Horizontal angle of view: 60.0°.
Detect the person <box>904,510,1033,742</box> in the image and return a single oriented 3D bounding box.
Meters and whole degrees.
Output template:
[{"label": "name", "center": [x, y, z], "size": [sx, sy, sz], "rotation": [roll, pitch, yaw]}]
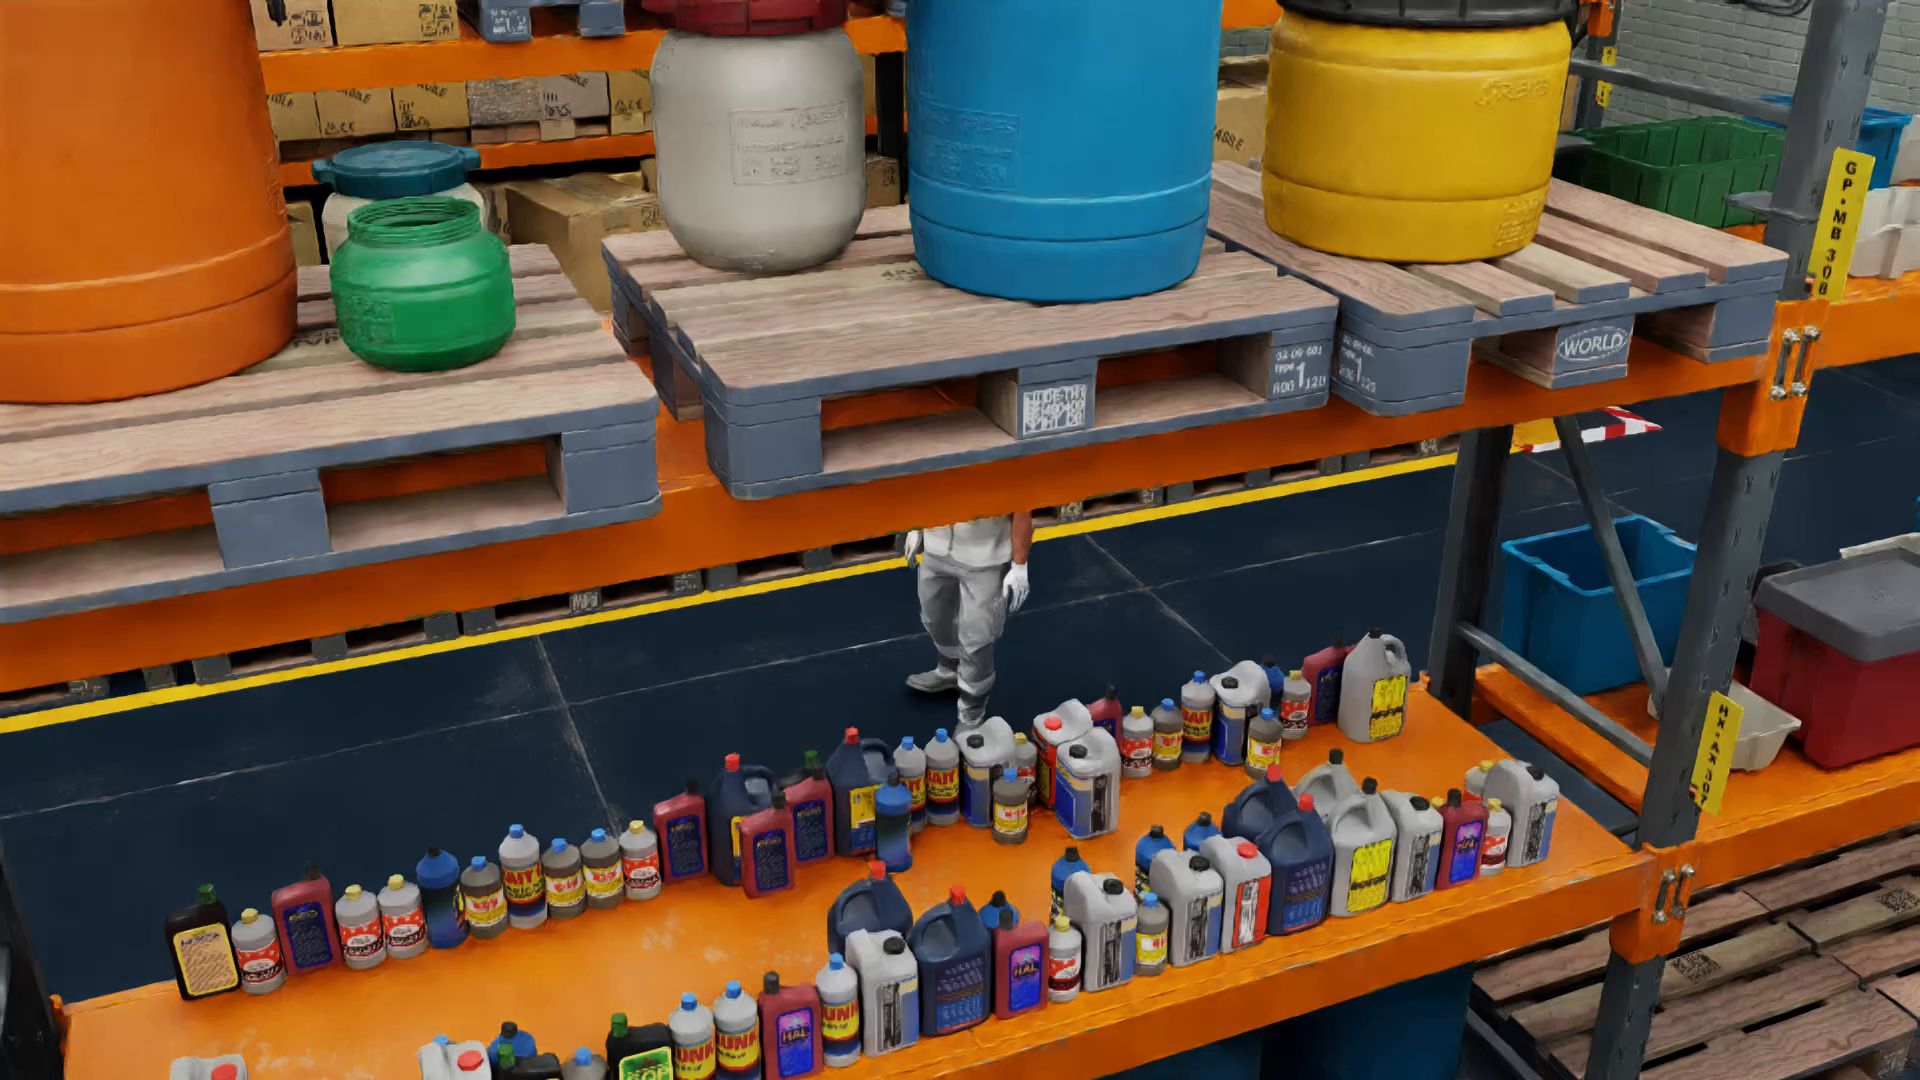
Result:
[{"label": "person", "center": [0.025, 0.019, 7.074], "size": [0.721, 1.756, 0.508], "rotation": [16, 30, 29]}]
